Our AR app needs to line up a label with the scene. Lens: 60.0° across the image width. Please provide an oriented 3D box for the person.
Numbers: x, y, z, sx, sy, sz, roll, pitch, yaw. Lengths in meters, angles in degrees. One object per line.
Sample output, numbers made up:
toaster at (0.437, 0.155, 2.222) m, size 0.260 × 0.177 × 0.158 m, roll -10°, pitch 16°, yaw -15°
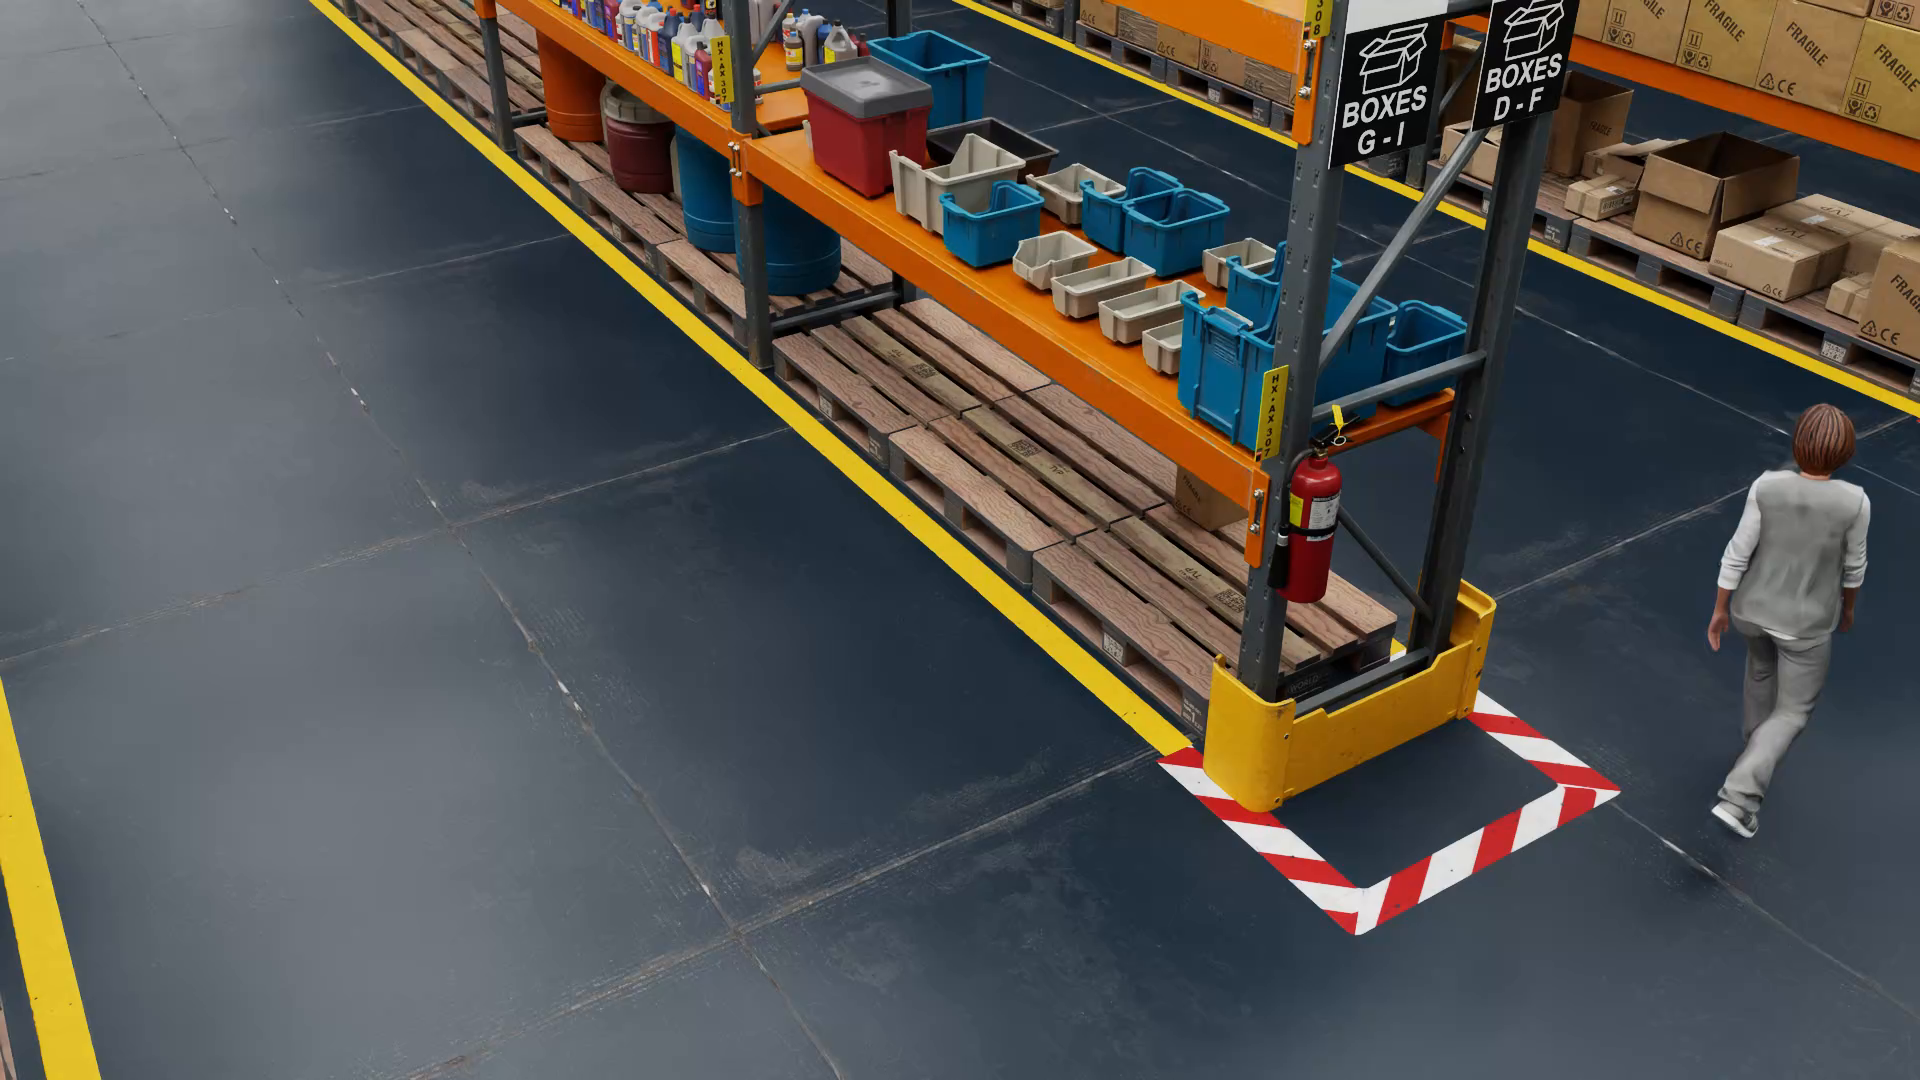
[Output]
person at (2.817, 0.260, 5.738) m, size 0.421 × 1.531 × 0.908 m, roll 26°, pitch 41°, yaw 34°
